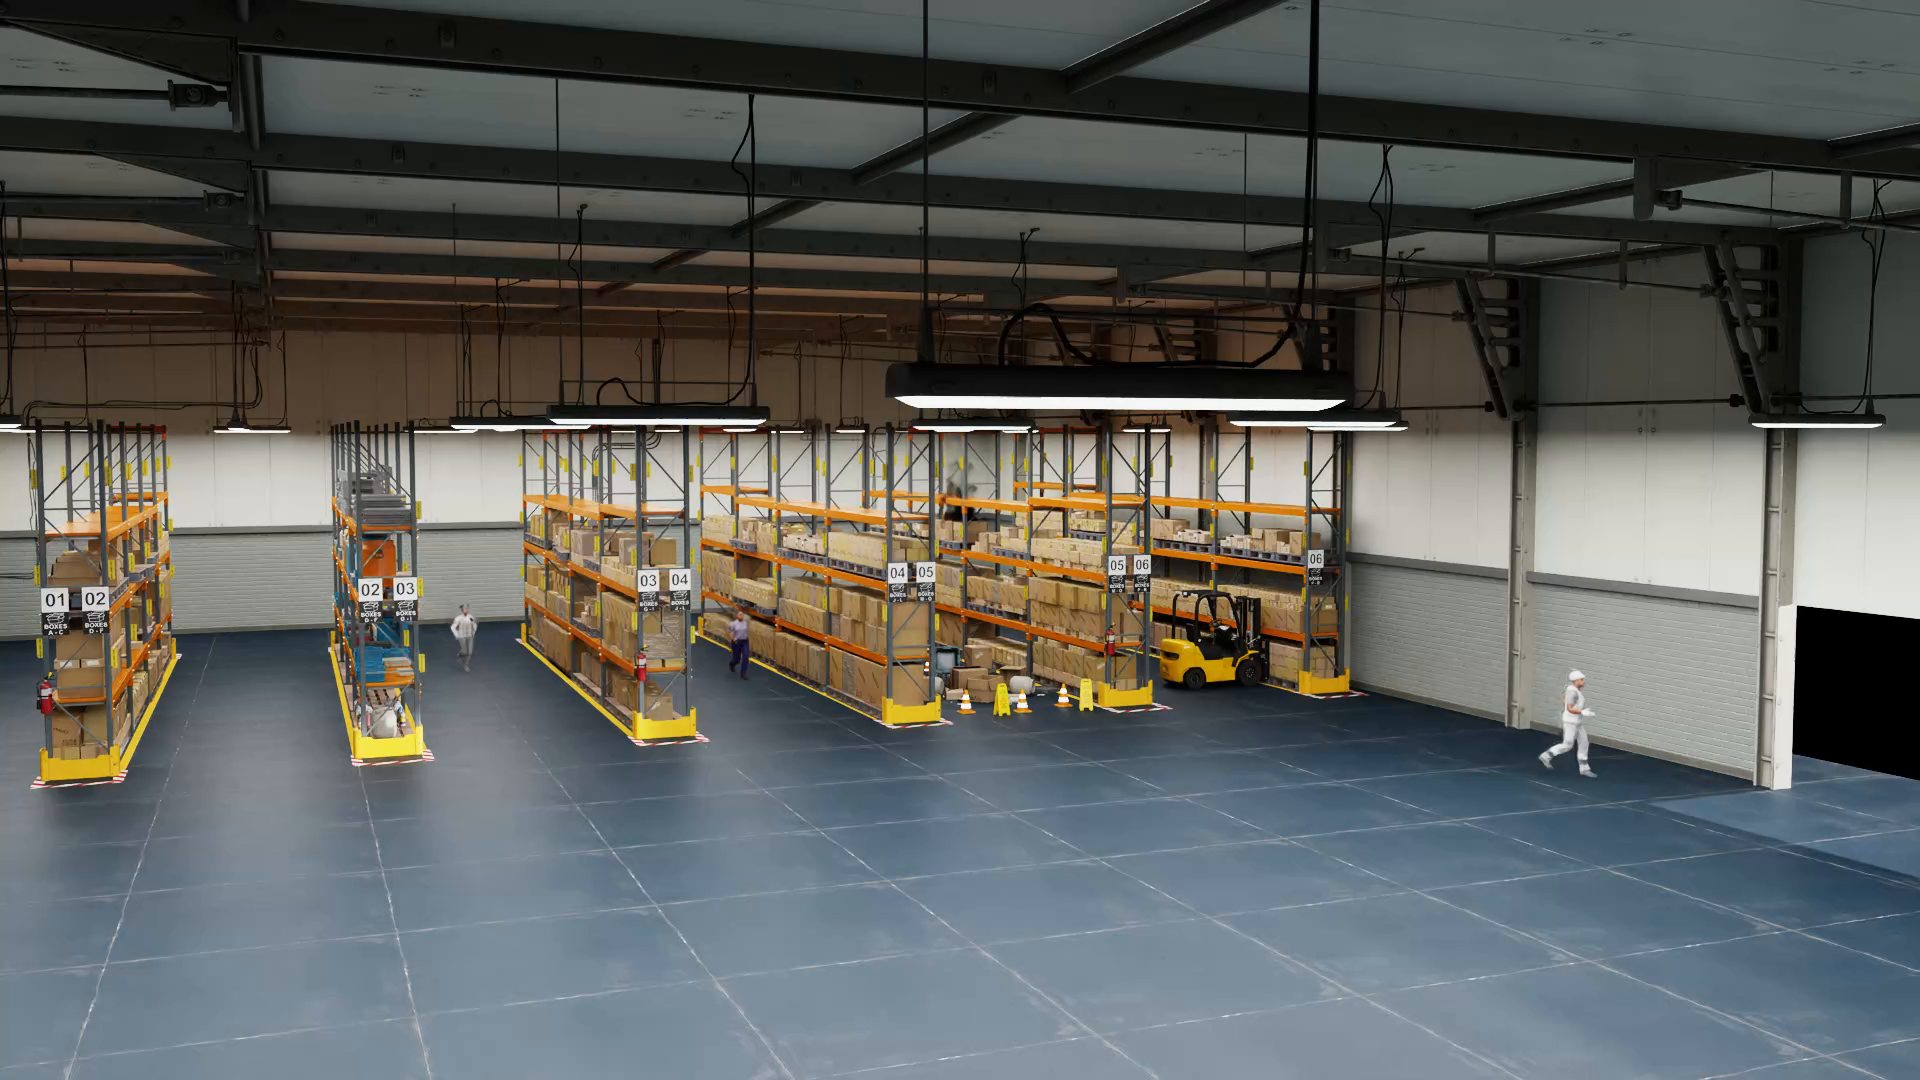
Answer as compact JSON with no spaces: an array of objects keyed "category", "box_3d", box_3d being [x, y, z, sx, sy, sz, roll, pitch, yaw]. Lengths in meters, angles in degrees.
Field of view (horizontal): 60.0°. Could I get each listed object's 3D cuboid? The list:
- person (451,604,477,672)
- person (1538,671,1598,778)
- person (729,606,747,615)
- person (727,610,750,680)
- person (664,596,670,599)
[{"category":"person","box_3d":[-12.063,2.373,40.561,0.616,1.660,0.554,-2,4,-35]},{"category":"person","box_3d":[10.259,3.081,27.991,0.953,1.787,0.636,2,4,30]},{"category":"person","box_3d":[-6.653,1.814,49.384,0.639,1.652,0.698,1,4,19]},{"category":"person","box_3d":[-5.209,2.512,39.314,0.612,1.546,0.765,-2,4,-28]},{"category":"person","box_3d":[-8.027,2.092,45.912,0.576,1.554,0.762,-1,4,-12]}]
